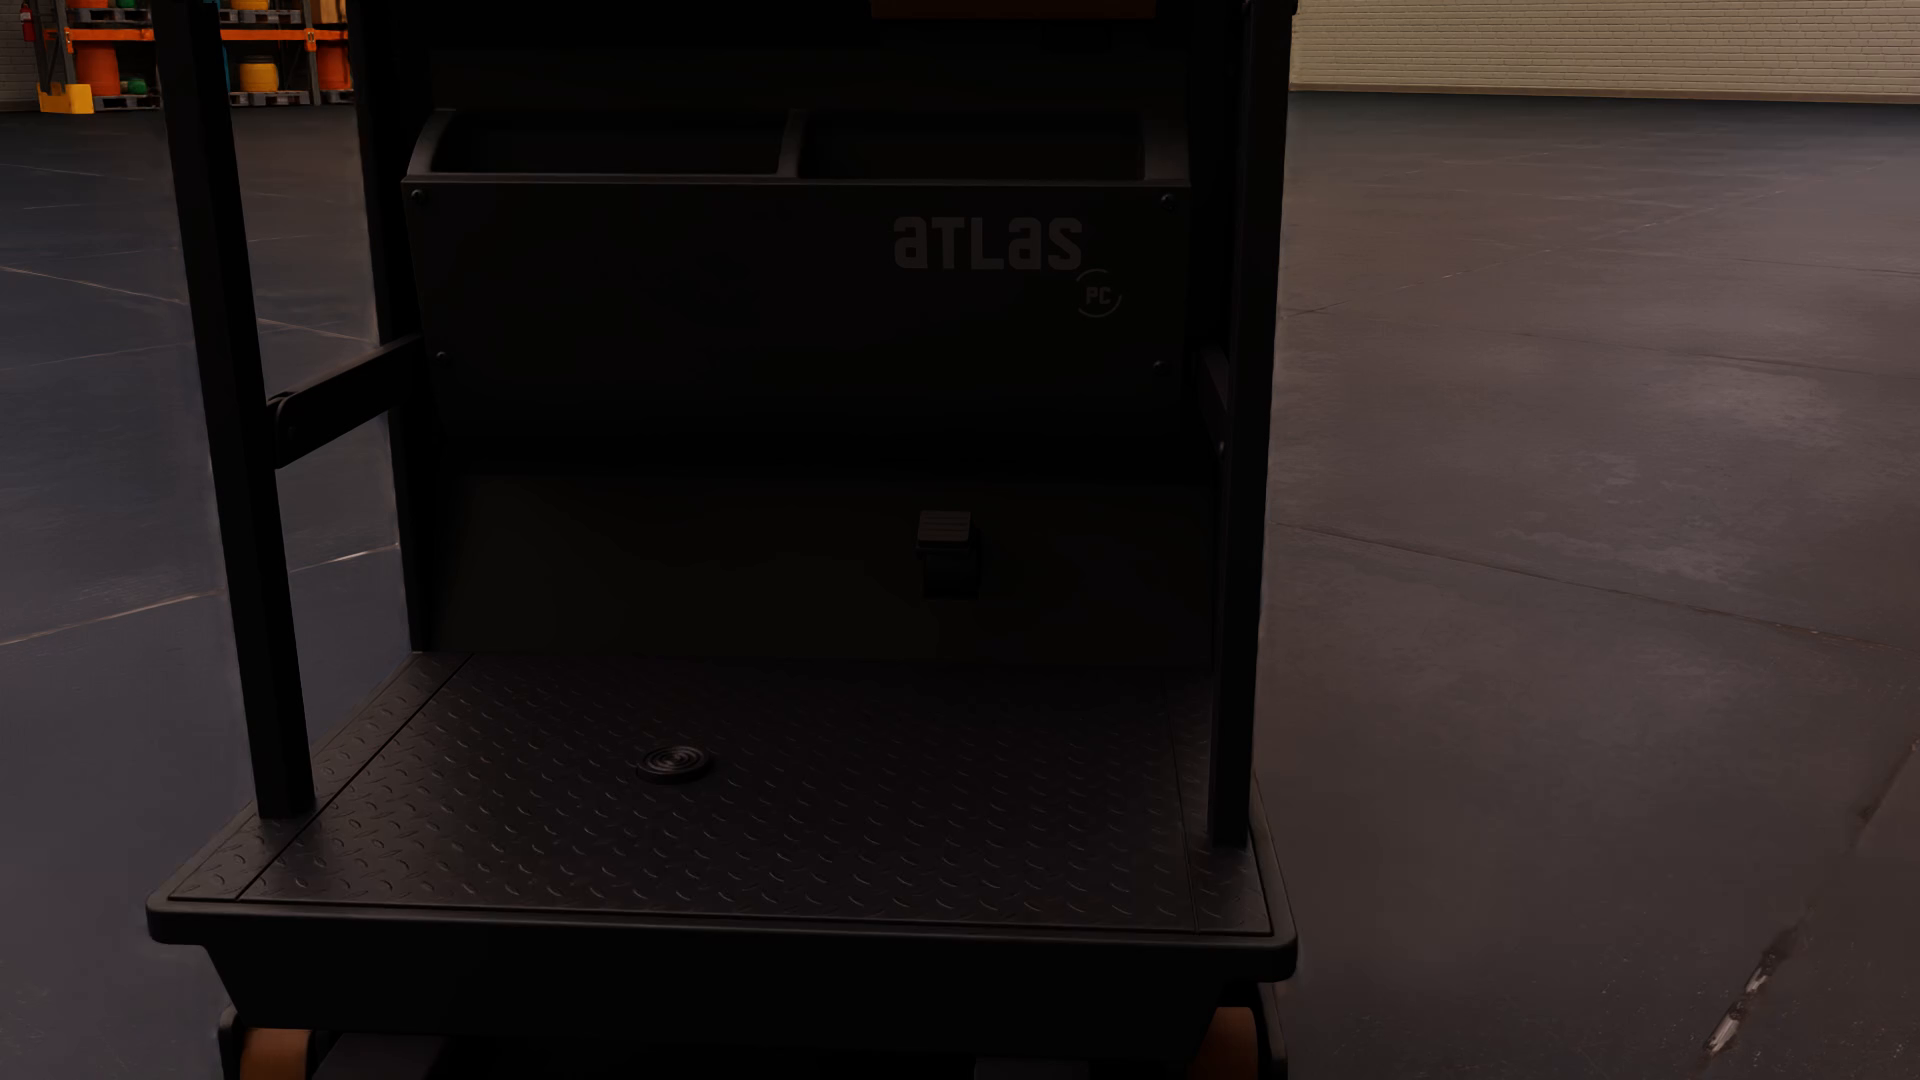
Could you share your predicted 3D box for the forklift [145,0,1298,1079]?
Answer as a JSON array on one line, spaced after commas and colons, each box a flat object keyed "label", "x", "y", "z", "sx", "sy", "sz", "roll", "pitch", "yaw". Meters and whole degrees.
[{"label": "forklift", "x": -0.204, "y": -0.841, "z": 1.665, "sx": 1.130, "sy": 2.935, "sz": 3.031, "roll": 1, "pitch": 17, "yaw": 4}]
